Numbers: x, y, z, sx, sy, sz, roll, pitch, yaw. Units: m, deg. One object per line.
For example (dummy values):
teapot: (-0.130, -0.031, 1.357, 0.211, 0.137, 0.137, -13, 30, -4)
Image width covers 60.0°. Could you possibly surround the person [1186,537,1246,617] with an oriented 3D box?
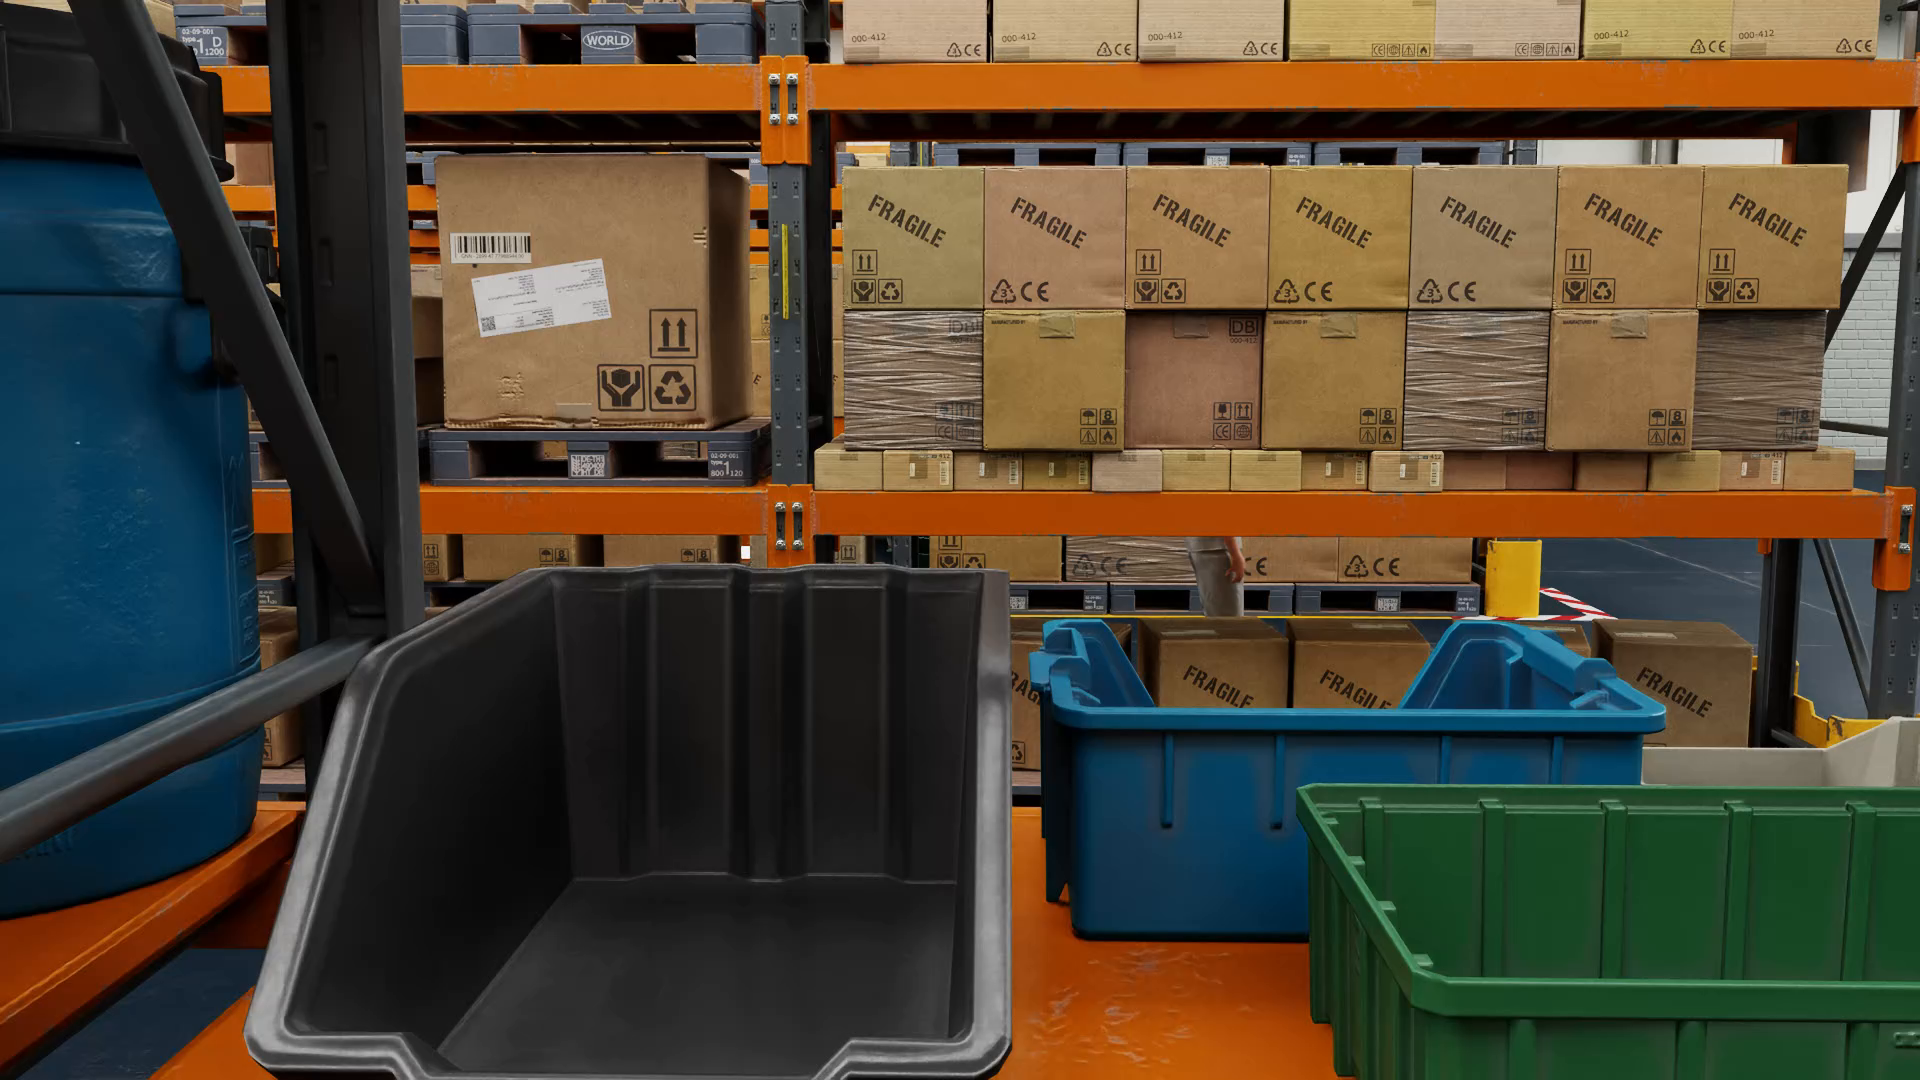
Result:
person: (1.237, 0.059, 7.820, 0.357, 1.673, 0.487, 0, 7, 2)
